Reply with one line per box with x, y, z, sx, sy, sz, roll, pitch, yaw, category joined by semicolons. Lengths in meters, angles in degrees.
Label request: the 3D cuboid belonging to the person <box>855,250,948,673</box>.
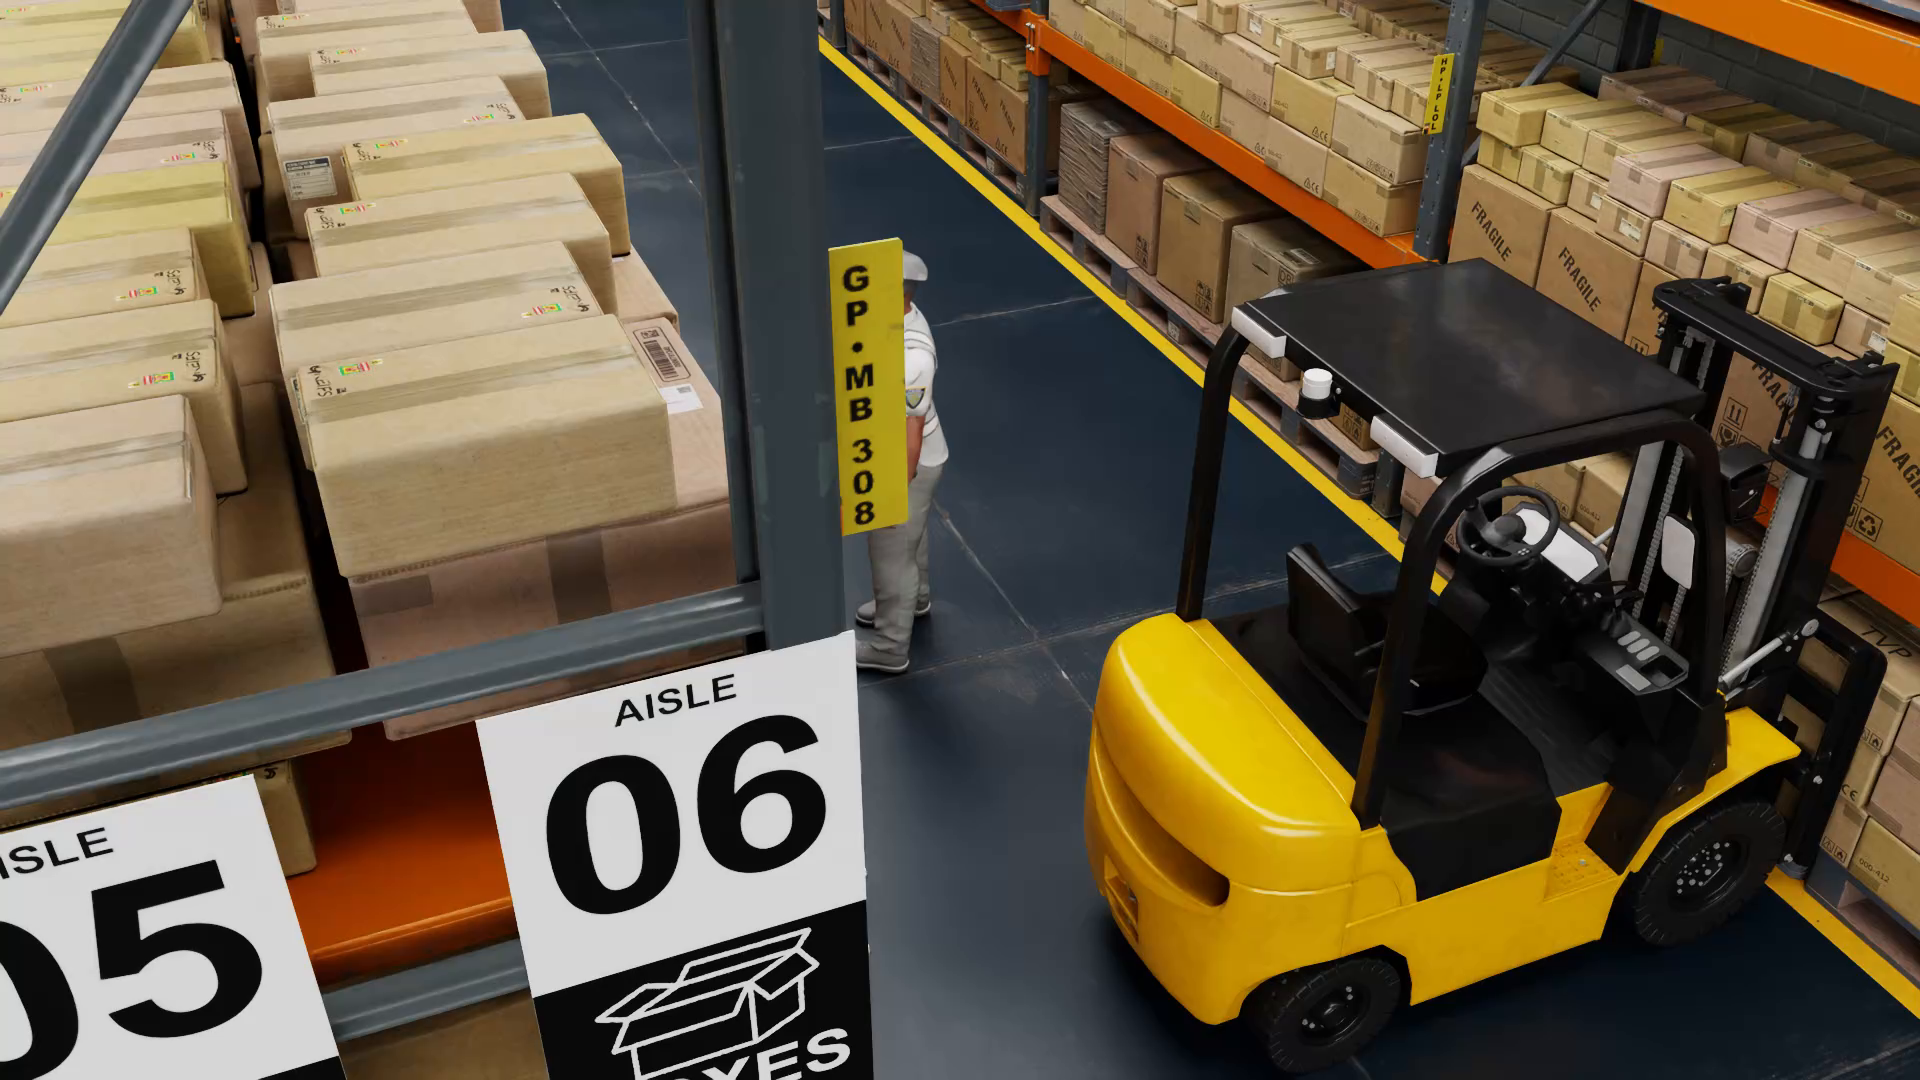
-0.302;-0.330;6.594;0.492;1.777;0.578;-5;34;-8;person
